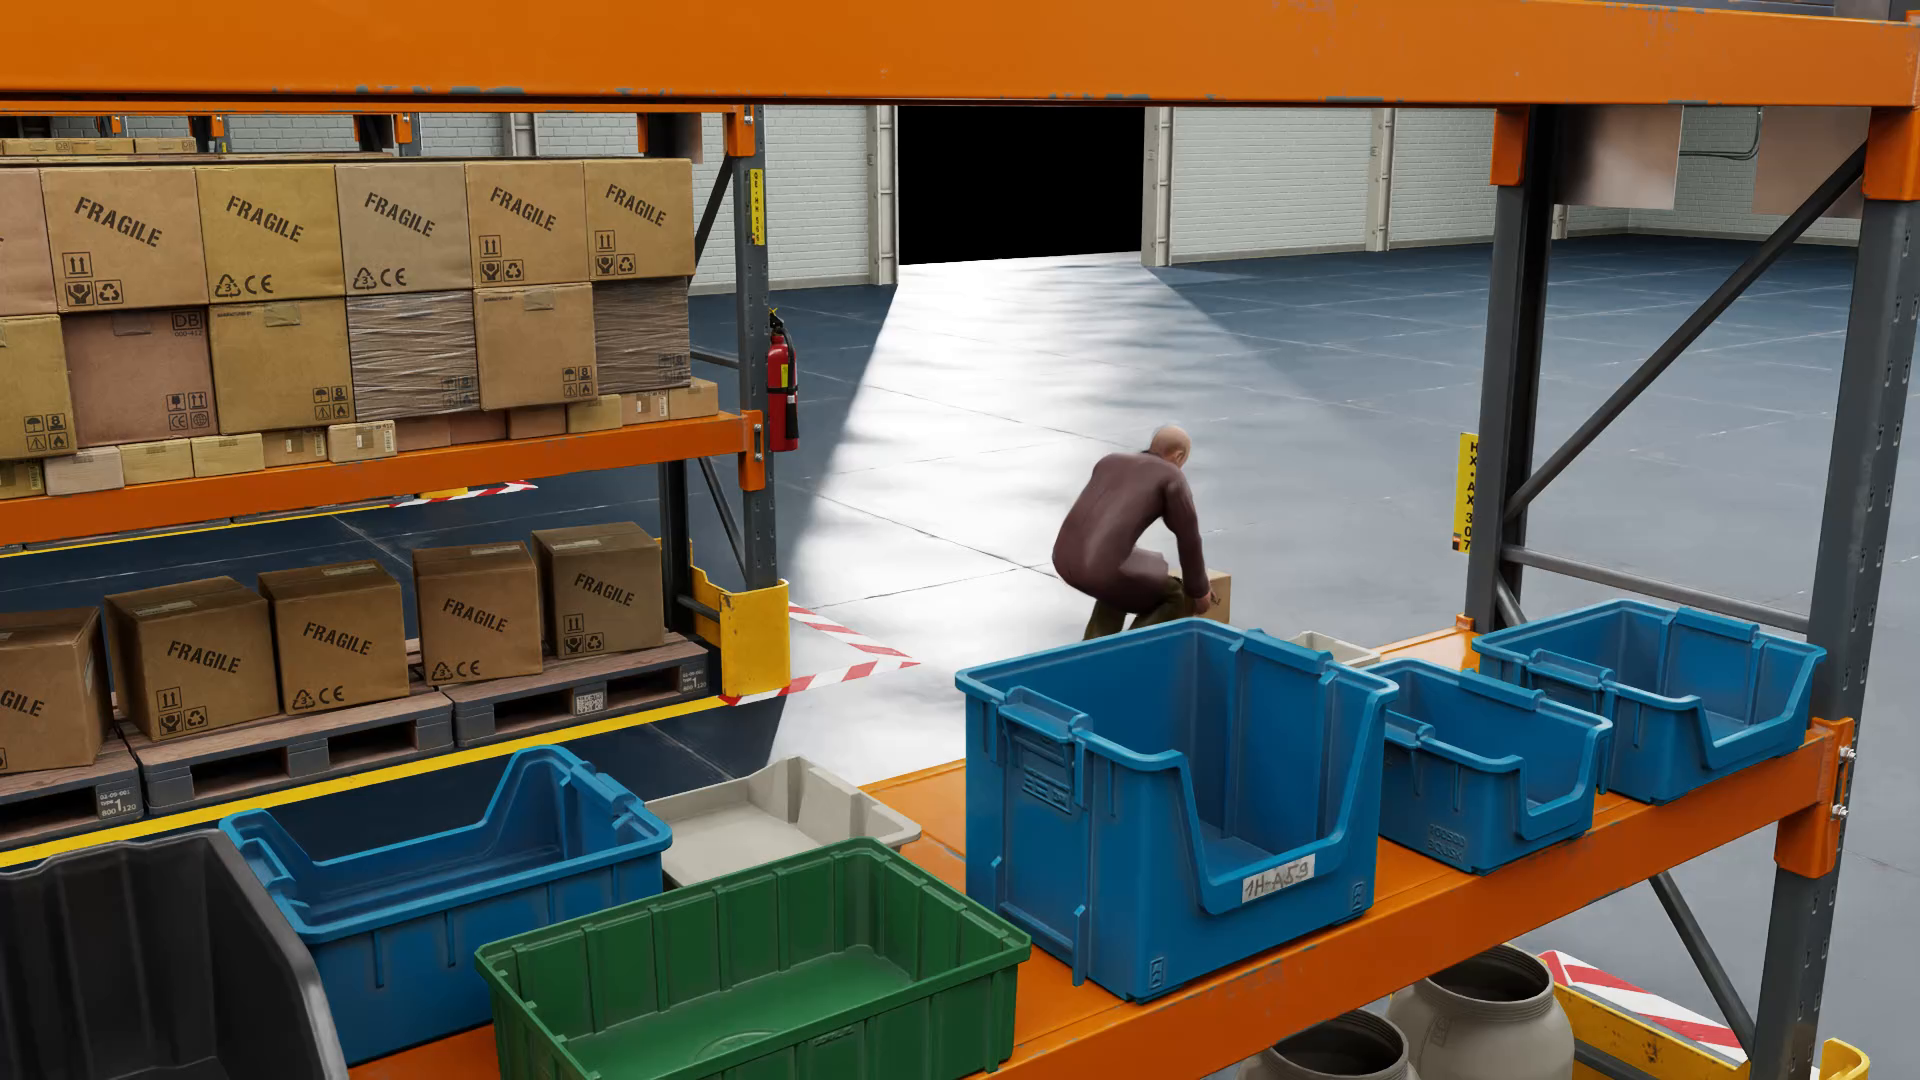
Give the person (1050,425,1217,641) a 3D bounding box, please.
[{"bbox_3d":[0.789,0.086,7.909,0.821,1.184,0.626,-10,17,-35],"label":"person"}]
